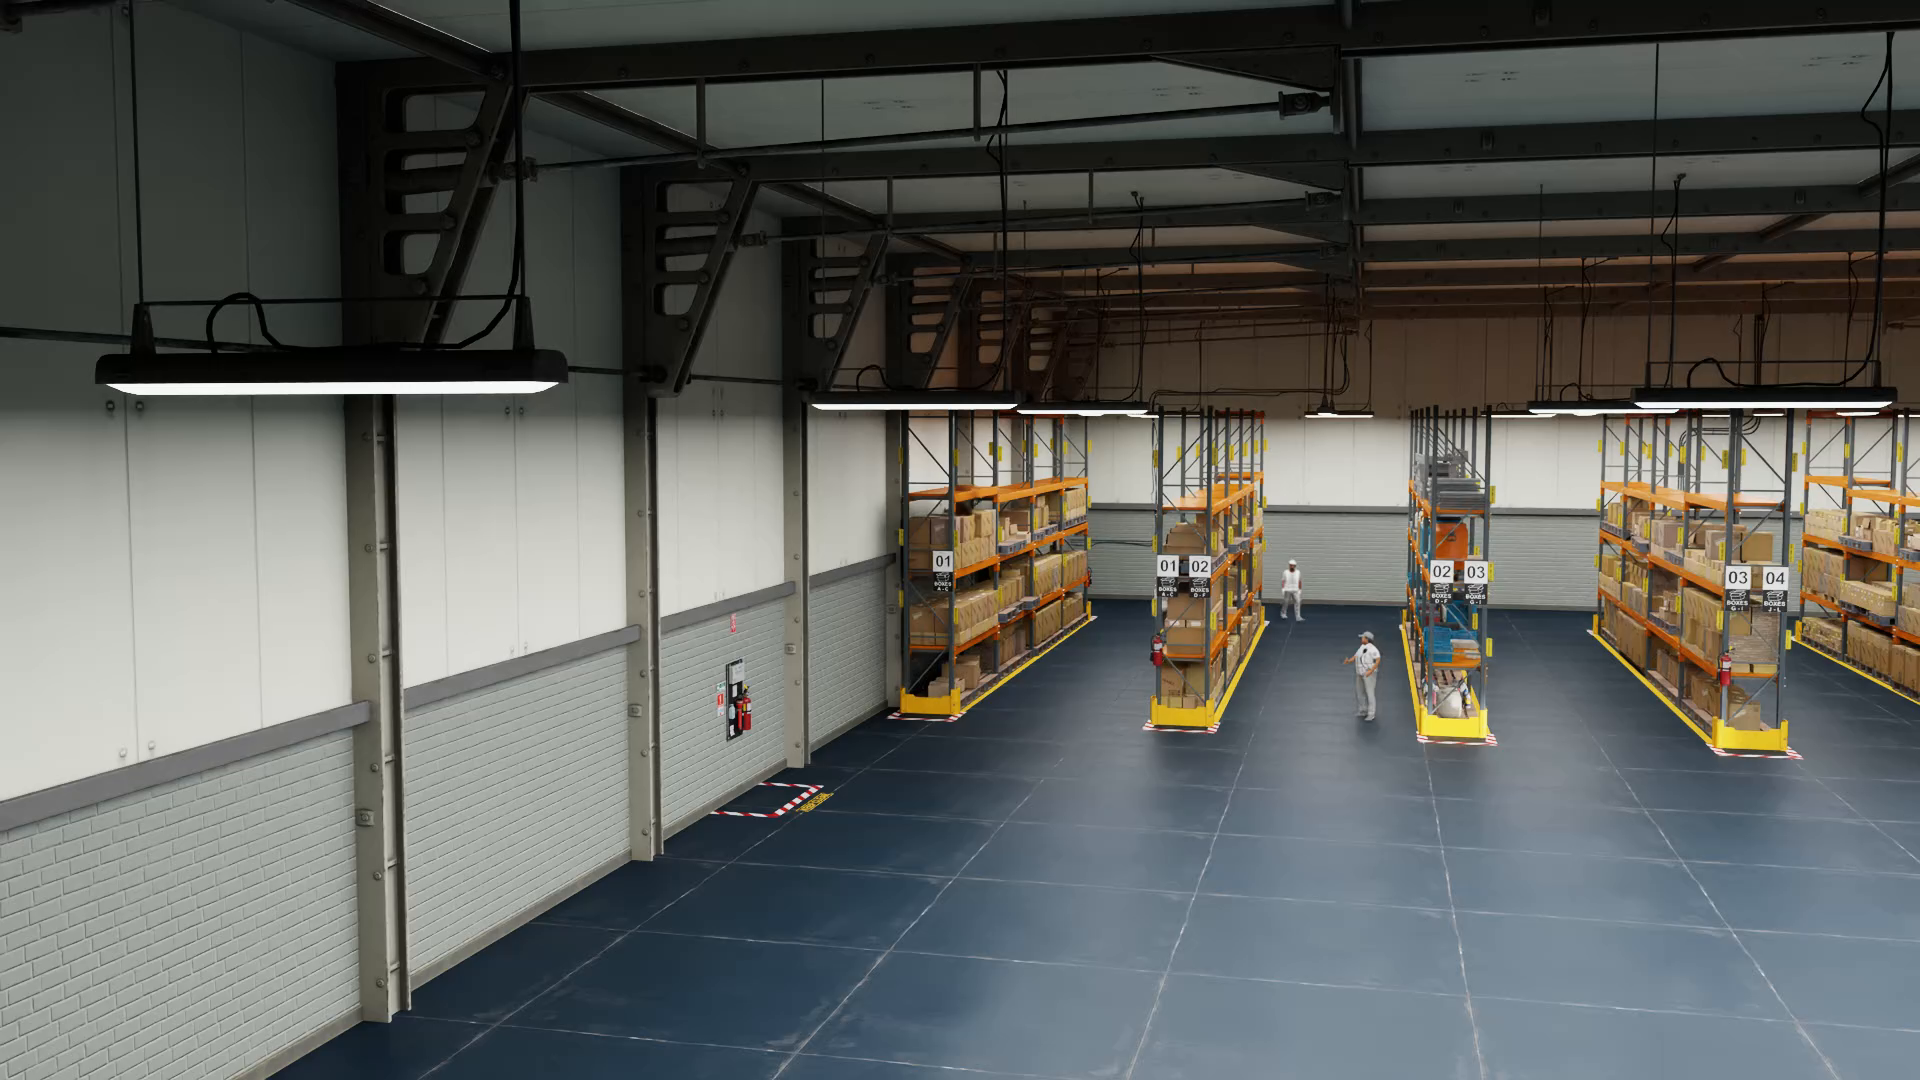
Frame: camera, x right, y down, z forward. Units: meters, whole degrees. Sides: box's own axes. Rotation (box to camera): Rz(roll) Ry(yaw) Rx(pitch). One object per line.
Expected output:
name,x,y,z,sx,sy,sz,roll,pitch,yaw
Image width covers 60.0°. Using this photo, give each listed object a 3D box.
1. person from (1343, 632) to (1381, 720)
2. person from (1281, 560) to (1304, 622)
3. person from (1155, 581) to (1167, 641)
person,7.734,2.613,32.049,0.608,1.692,0.671,-1,4,-15
person,9.473,1.448,47.477,0.651,1.745,1.025,-1,4,-13
person,5.184,1.796,42.882,0.333,1.678,0.504,0,4,5
